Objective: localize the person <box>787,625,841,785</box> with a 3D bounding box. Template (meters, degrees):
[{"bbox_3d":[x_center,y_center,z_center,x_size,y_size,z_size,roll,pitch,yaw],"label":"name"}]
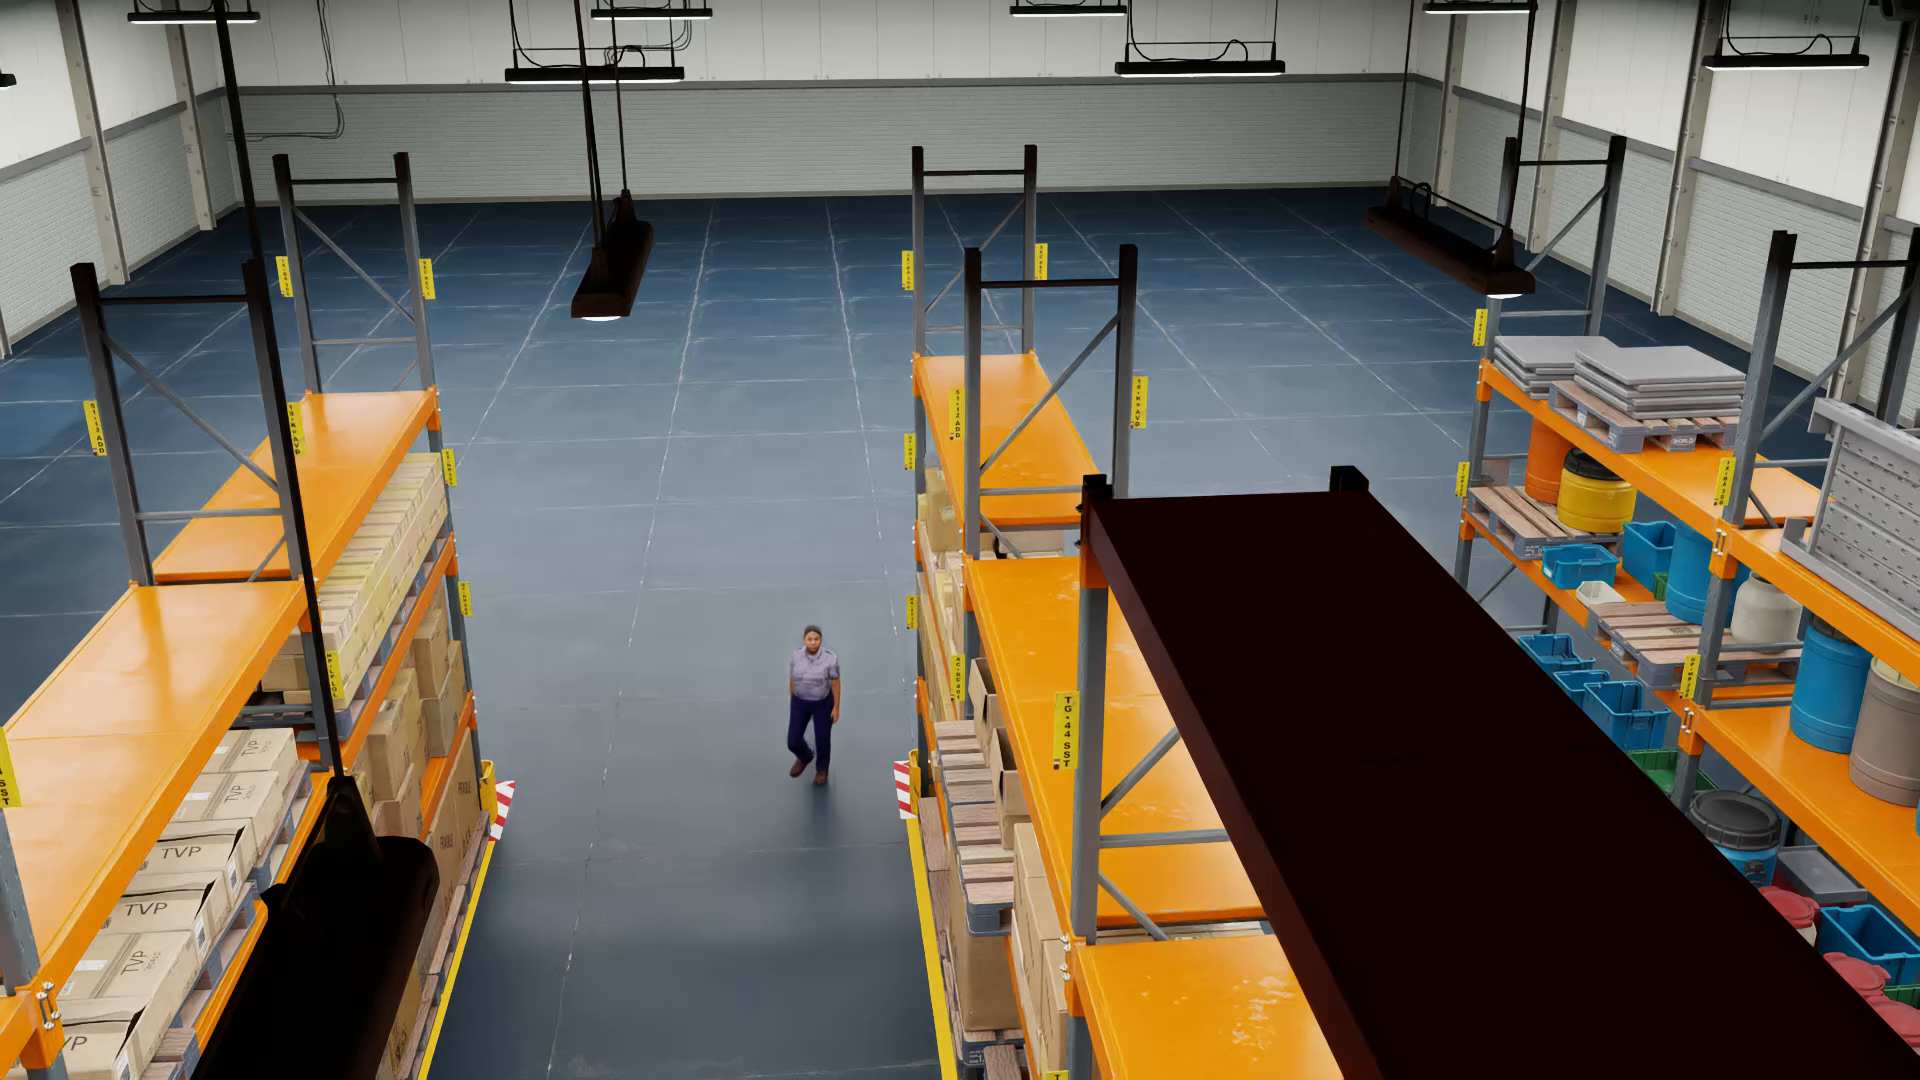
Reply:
[{"bbox_3d":[-1.370,1.543,15.504,0.532,1.632,0.454,3,22,8],"label":"person"}]
